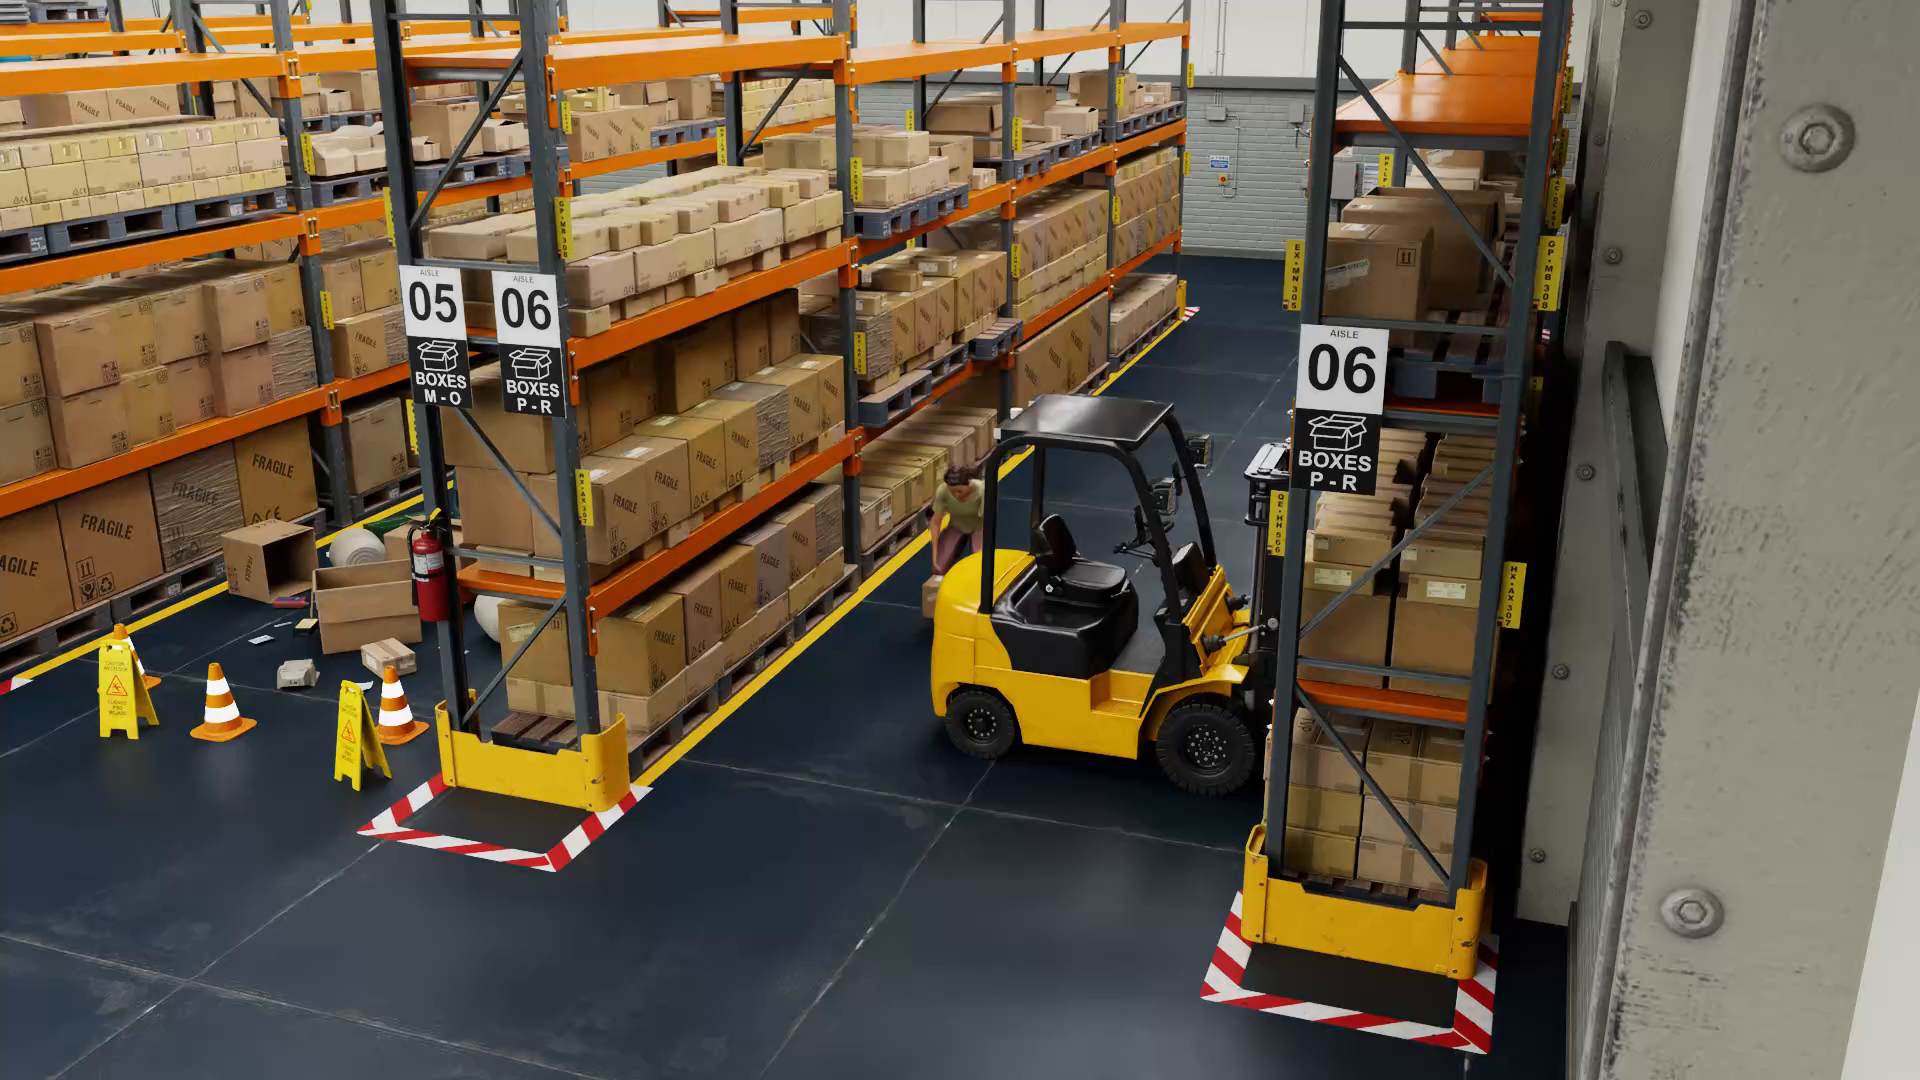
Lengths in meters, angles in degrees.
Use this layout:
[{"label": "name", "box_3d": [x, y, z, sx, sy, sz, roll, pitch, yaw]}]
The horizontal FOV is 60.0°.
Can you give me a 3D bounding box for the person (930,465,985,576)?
[{"label": "person", "box_3d": [0.051, -0.002, 12.653, 0.512, 1.307, 0.681, 6, 20, 18]}]
